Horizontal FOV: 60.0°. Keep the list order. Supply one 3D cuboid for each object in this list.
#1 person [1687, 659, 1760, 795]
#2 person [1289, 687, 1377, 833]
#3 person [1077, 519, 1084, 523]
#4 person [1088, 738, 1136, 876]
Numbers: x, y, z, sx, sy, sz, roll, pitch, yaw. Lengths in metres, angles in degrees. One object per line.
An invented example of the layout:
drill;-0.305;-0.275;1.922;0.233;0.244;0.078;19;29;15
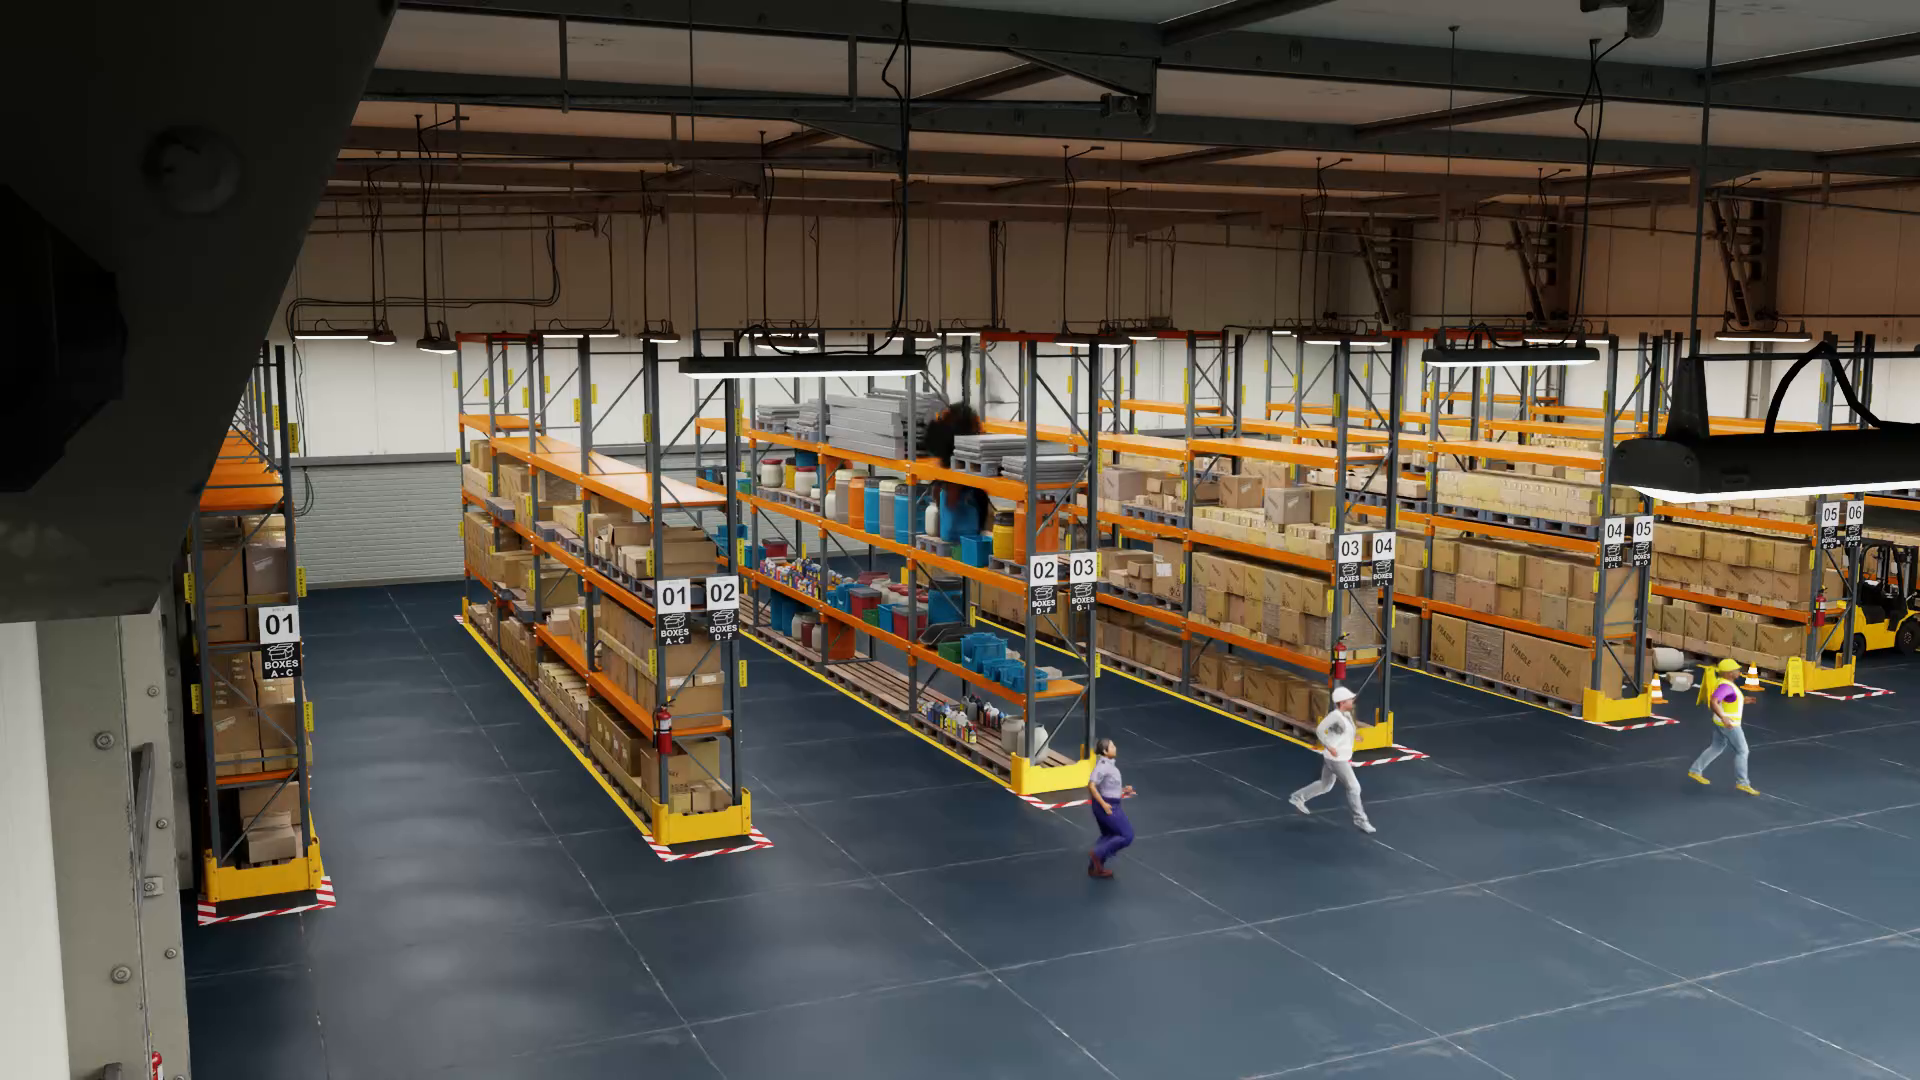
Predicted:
person;10.194;2.466;22.109;0.880;1.797;0.686;1;8;11
person;4.632;2.703;20.593;1.081;1.812;0.613;2;8;12
person;2.701;0.316;38.732;0.644;1.653;0.685;-2;8;-17
person;1.706;3.025;18.760;0.559;1.585;0.604;0;8;1
